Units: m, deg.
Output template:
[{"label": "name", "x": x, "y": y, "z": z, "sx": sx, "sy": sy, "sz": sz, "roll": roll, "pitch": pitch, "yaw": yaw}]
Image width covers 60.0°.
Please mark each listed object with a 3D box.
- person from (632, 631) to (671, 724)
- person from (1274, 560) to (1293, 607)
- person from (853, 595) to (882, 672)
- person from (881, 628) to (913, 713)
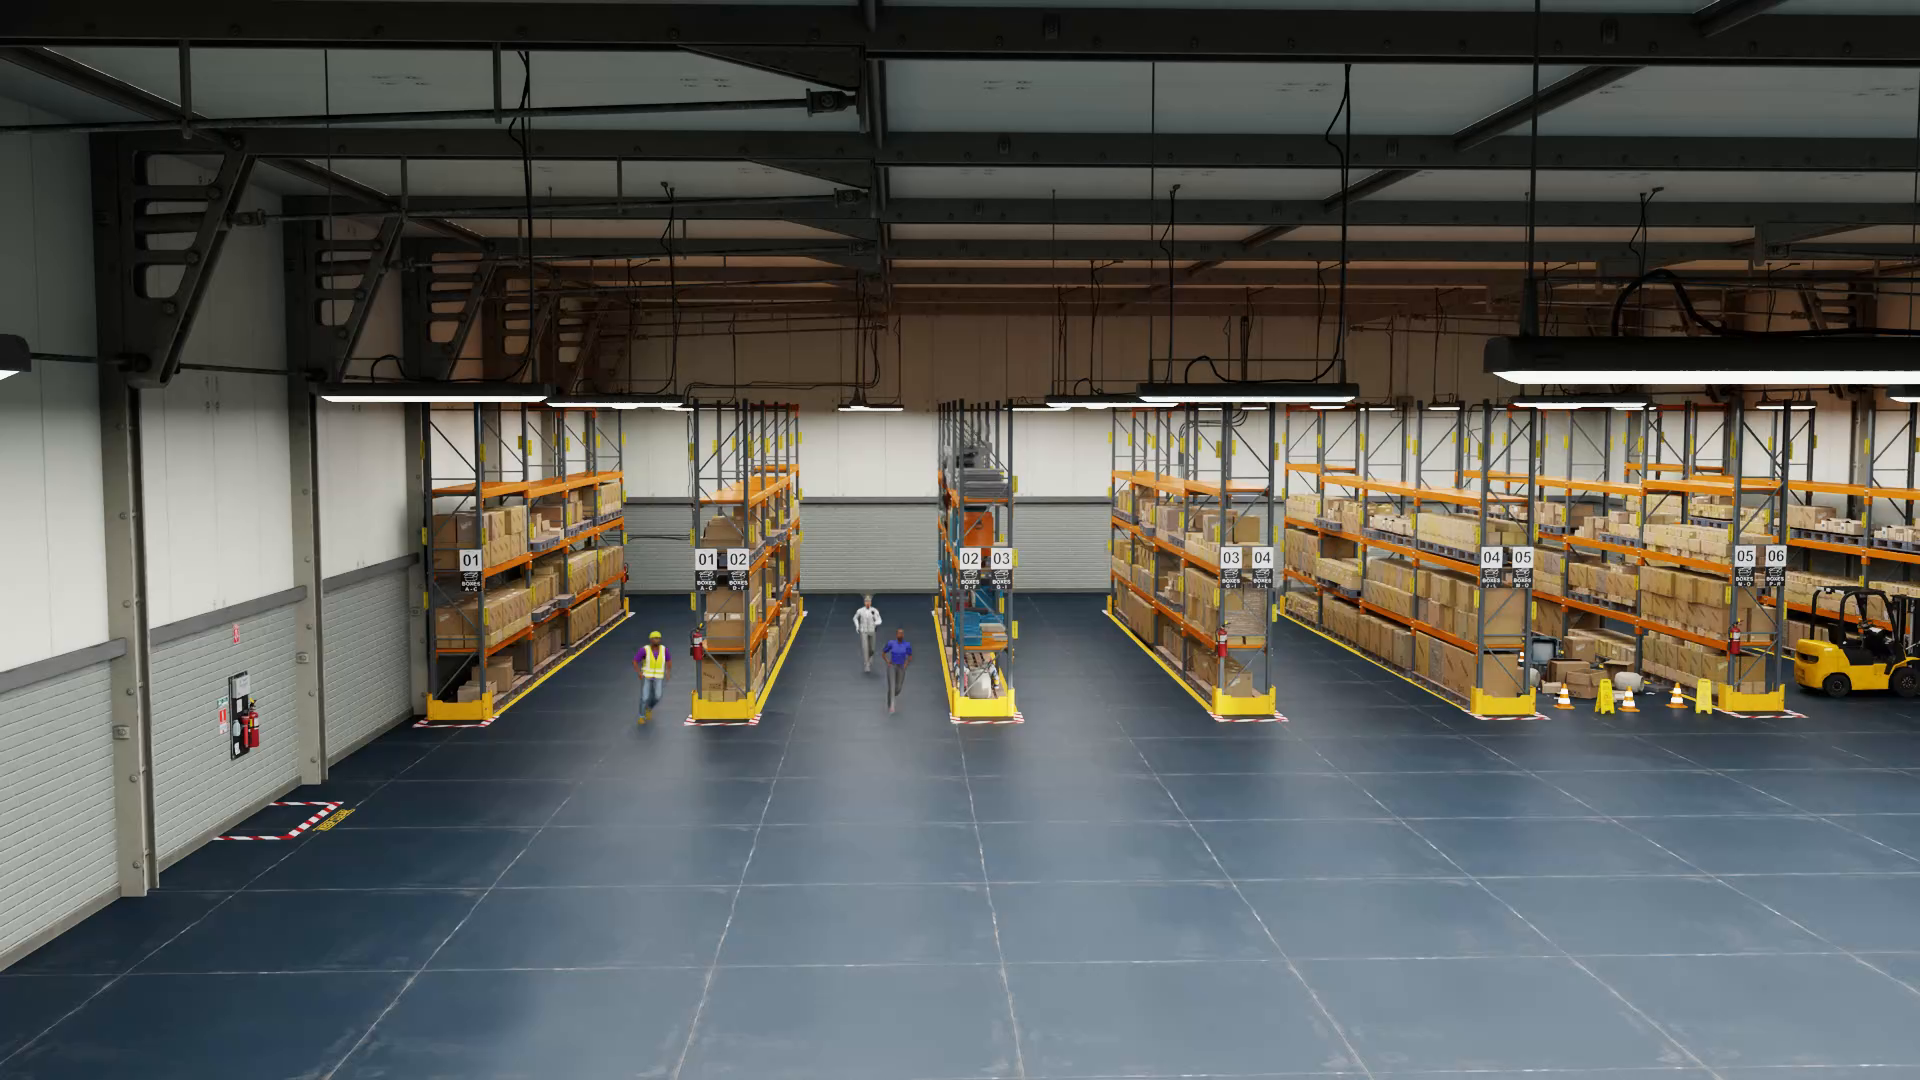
[{"label": "person", "x": -5.666, "y": 2.539, "z": 30.732, "sx": 0.760, "sy": 1.704, "sz": 0.524, "roll": -2, "pitch": 5, "yaw": -22}, {"label": "person", "x": 9.584, "y": 1.154, "z": 48.711, "sx": 0.828, "sy": 1.786, "sz": 0.704, "roll": -2, "pitch": 5, "yaw": -22}, {"label": "person", "x": -2.061, "y": 2.059, "z": 37.131, "sx": 0.624, "sy": 1.669, "sz": 0.843, "roll": -1, "pitch": 4, "yaw": -8}, {"label": "person", "x": -1.218, "y": 2.501, "z": 32.148, "sx": 0.614, "sy": 1.616, "sz": 0.636, "roll": -1, "pitch": 4, "yaw": -8}]
